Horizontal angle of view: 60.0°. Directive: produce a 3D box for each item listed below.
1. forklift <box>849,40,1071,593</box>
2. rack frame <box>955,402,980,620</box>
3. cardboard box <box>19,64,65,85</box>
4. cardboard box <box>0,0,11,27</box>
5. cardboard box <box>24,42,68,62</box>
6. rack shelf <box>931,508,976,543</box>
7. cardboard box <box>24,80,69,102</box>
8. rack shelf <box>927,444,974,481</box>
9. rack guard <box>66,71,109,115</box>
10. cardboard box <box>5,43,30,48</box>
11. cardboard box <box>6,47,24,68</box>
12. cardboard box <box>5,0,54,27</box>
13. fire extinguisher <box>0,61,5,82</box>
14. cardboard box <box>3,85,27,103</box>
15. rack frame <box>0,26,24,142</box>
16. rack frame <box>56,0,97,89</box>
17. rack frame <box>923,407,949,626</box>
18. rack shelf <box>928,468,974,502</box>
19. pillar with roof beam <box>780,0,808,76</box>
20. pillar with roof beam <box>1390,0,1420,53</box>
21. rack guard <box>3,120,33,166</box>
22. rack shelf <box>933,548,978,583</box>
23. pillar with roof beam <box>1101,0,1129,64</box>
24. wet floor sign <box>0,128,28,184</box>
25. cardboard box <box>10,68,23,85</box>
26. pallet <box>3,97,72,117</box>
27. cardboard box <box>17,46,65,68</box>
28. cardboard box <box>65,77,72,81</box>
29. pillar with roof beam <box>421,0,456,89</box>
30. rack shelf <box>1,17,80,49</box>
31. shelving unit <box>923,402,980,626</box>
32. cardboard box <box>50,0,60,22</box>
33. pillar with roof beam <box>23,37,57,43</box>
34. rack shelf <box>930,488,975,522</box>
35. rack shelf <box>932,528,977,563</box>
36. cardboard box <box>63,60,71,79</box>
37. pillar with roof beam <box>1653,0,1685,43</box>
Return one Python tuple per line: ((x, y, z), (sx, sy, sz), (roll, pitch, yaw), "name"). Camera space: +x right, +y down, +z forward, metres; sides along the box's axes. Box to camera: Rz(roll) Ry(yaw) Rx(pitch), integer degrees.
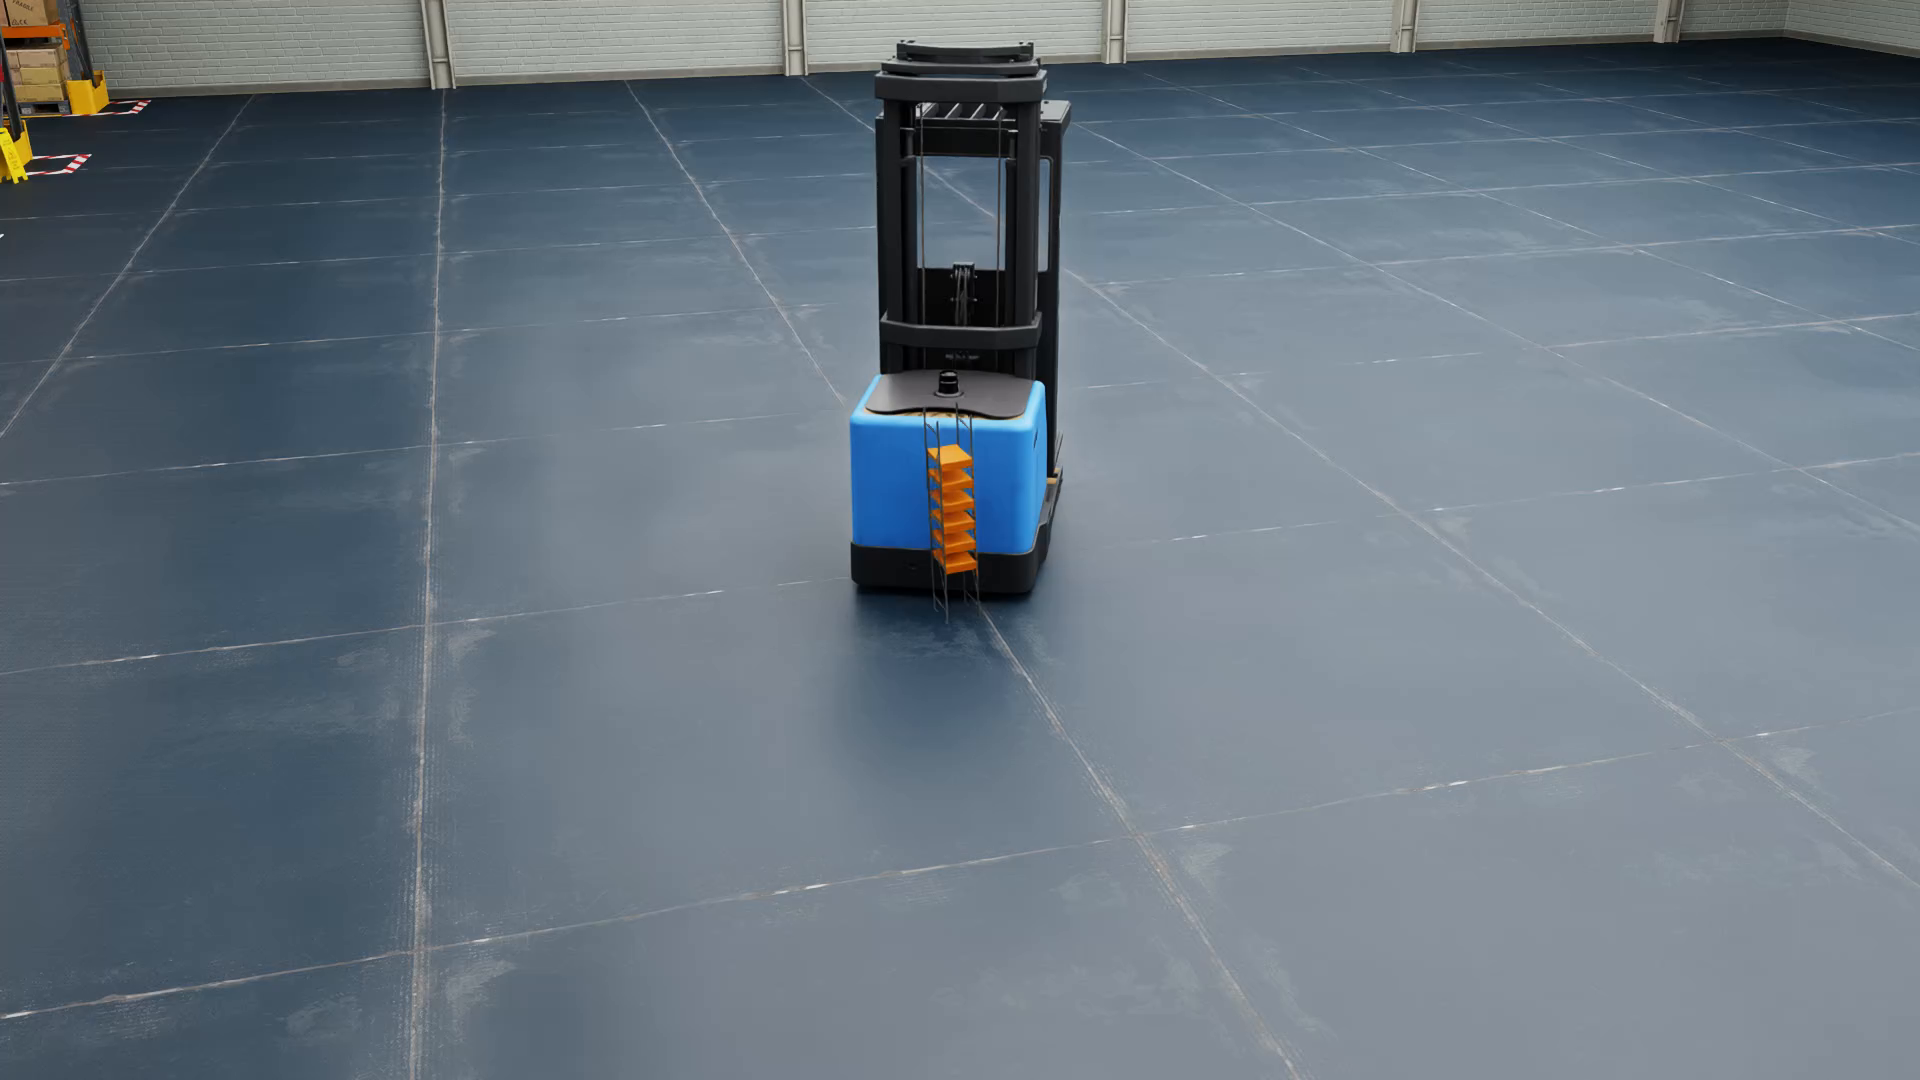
((0.084, -1.593, 10.246), (1.130, 2.935, 3.031), (3, 23, 7), "forklift")
((0.043, -0.148, 9.050), (0.006, 1.200, 0.240), (-11, 26, -17), "rack frame")
((-13.943, -7.084, 25.276), (0.500, 0.250, 0.500), (-7, 24, -15), "cardboard box")
((-14.464, -7.937, 24.818), (0.500, 0.500, 0.500), (-6, 24, -13), "cardboard box")
((-14.073, -7.505, 25.623), (0.500, 0.250, 0.500), (-7, 24, -15), "cardboard box")
((-0.041, -0.092, 9.042), (0.180, 0.103, 0.258), (-11, 26, -17), "rack shelf")
((-13.926, -6.855, 25.376), (0.500, 0.250, 0.500), (-6, 24, -14), "cardboard box")
((-0.056, -0.419, 8.892), (0.180, 0.103, 0.258), (-11, 26, -17), "rack shelf")
((-13.536, -6.949, 25.811), (0.348, 0.500, 1.175), (-6, 24, -14), "rack guard")
((-14.553, -7.450, 25.496), (0.500, 0.250, 0.500), (-6, 24, -14), "cardboard box")
((-14.408, -7.260, 25.053), (0.500, 0.250, 0.500), (-6, 24, -13), "cardboard box")
((-13.962, -7.989, 24.938), (0.500, 0.500, 0.500), (-7, 24, -16), "cardboard box")
((-11.980, -6.013, 20.557), (0.183, 0.674, 0.296), (-6, 24, -14), "fire extinguisher")
((-14.408, -6.805, 25.261), (0.500, 0.250, 0.500), (-6, 24, -14), "cardboard box")
((-12.215, -6.211, 20.922), (0.127, 3.000, 1.000), (-6, 24, -14), "rack frame")
((-13.559, -8.095, 25.313), (0.127, 3.000, 1.000), (-6, 24, -14), "rack frame")
((-0.129, -0.116, 8.997), (0.006, 1.200, 0.240), (-11, 26, -17), "rack frame")
((-0.051, -0.310, 8.942), (0.180, 0.103, 0.258), (-11, 26, -17), "rack shelf")
((-1.756, -10.764, 23.924), (0.400, 9.000, 9.100), (-6, 24, -14), "pillar with roof beam")
((9.798, -12.042, 26.903), (0.400, 9.000, 9.100), (-6, 24, -14), "pillar with roof beam")
((-12.288, -5.054, 21.396), (0.348, 0.500, 1.175), (-6, 24, -14), "rack guard")
((-0.032, 0.126, 9.142), (0.180, 0.103, 0.258), (-11, 26, -17), "rack shelf")
((4.021, -11.403, 25.413), (0.400, 9.000, 9.100), (-6, 24, -14), "pillar with roof beam")
((-11.743, -4.743, 20.486), (0.232, 0.644, 0.267), (2, 23, 4), "wet floor sign")
((-14.429, -7.035, 25.161), (0.500, 0.250, 0.500), (-7, 24, -15), "cardboard box")
((-14.284, -6.717, 25.635), (1.213, 0.211, 1.003), (-6, 24, -14), "pallet")
((-13.918, -7.317, 25.185), (0.500, 0.250, 0.500), (-5, 24, -13), "cardboard box")
((-14.085, -7.047, 25.823), (0.500, 0.250, 0.500), (-6, 24, -14), "cardboard box")
((-7.533, -10.125, 22.435), (0.400, 9.000, 9.100), (-6, 24, -14), "pillar with roof beam")
((-15.485, -7.552, 24.958), (4.000, 0.370, 1.077), (-6, 24, -14), "rack shelf")
((-0.043, -0.132, 9.024), (0.189, 1.200, 0.258), (-11, 26, -17), "shelving unit")
((-14.111, -8.194, 25.416), (0.500, 0.500, 0.500), (-6, 24, -13), "cardboard box")
((-13.310, -9.486, 20.945), (0.400, 9.000, 9.100), (-6, 24, -14), "pillar with roof beam")
((-0.046, -0.201, 8.992), (0.180, 0.103, 0.258), (-11, 26, -17), "rack shelf")
((-0.036, 0.017, 9.092), (0.180, 0.103, 0.258), (-11, 26, -17), "rack shelf")
((-14.068, -7.283, 25.740), (0.500, 0.250, 0.500), (-6, 24, -13), "cardboard box")
((15.575, -12.681, 28.392), (0.400, 9.000, 9.100), (-6, 24, -14), "pillar with roof beam")
